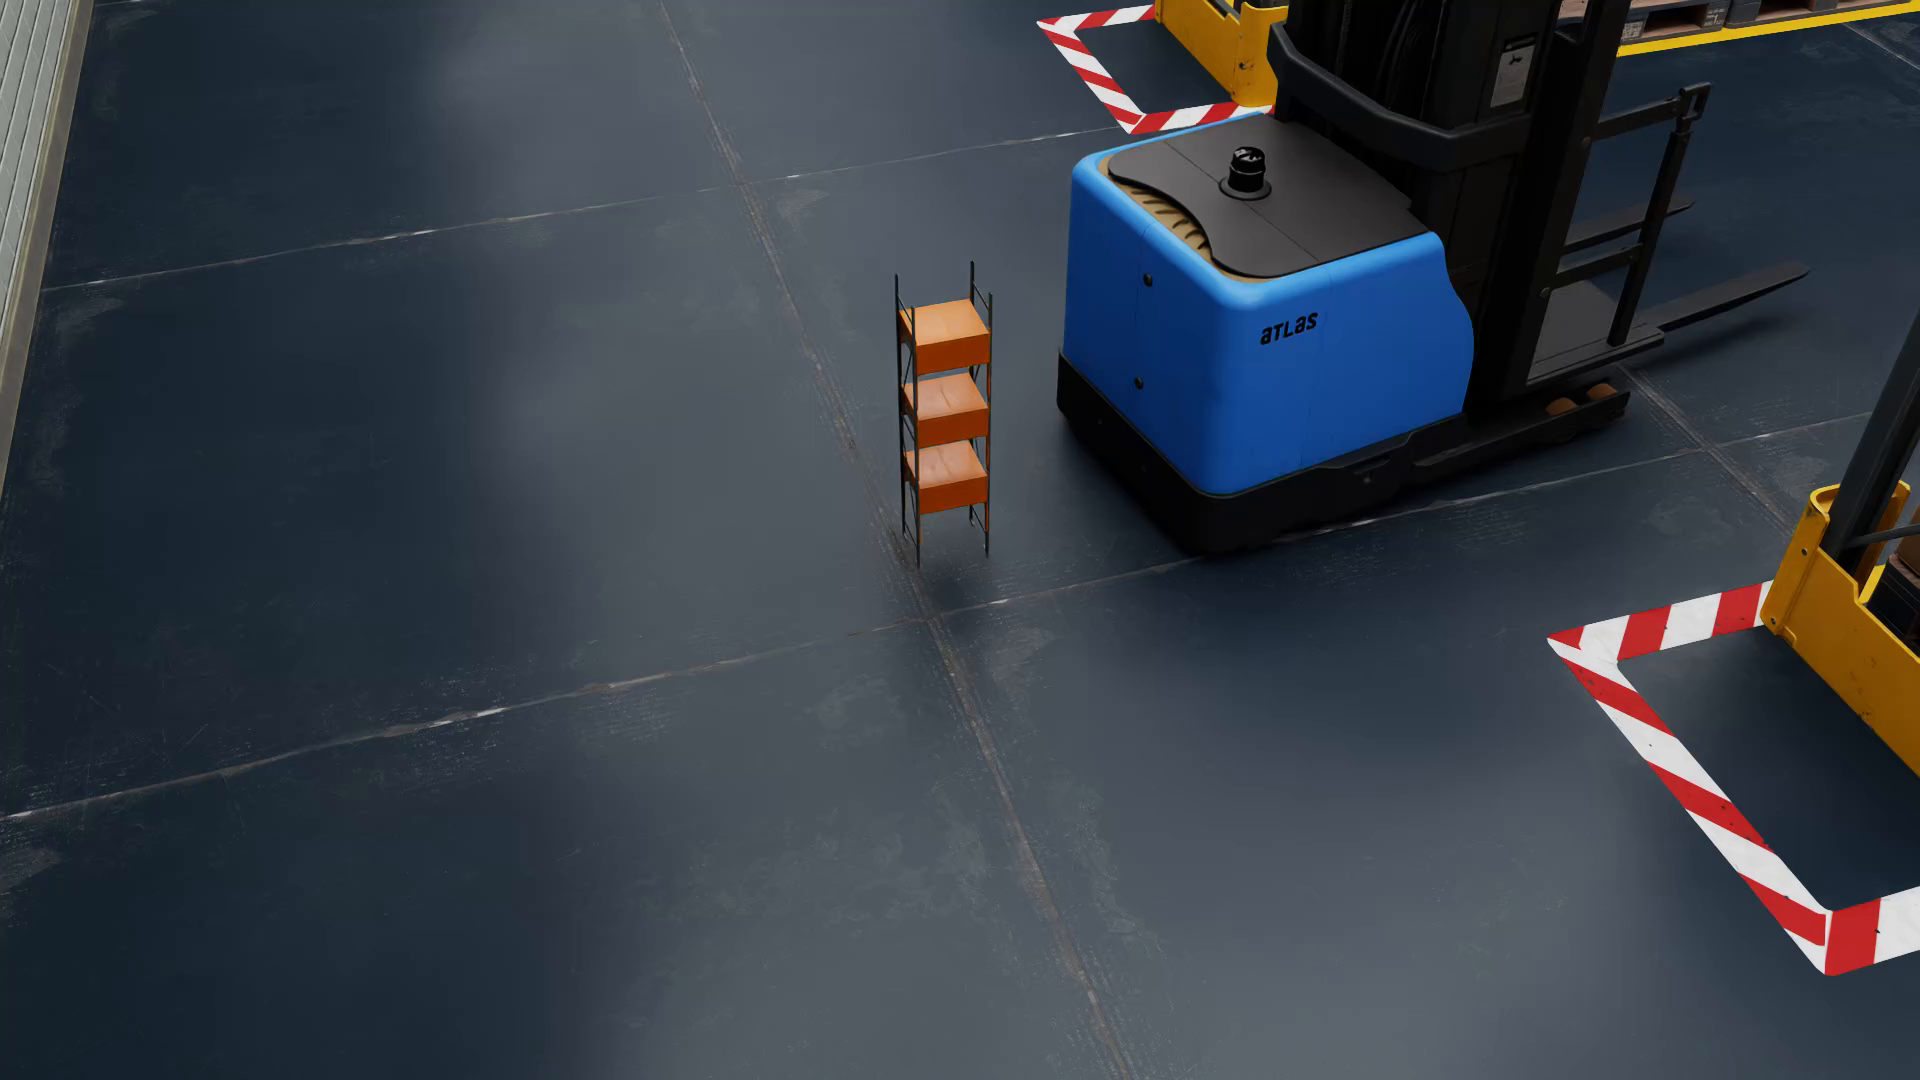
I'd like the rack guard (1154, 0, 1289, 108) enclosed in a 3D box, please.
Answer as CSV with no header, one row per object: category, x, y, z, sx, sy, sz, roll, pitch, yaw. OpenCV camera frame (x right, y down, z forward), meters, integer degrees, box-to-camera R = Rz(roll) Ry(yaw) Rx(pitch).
rack guard,1.372,-2.706,8.467,0.348,0.500,1.175,-12,42,-13

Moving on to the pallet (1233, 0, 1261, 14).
pallet,2.190,-2.748,8.735,1.213,0.211,1.003,-12,42,-13

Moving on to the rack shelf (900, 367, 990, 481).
rack shelf,-0.051,-0.377,5.399,0.240,0.259,0.215,-12,42,-13

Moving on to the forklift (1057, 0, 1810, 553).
forklift,1.909,-1.751,5.526,3.031,2.935,1.130,-19,45,-21

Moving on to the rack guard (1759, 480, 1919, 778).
rack guard,2.948,0.376,4.940,0.348,0.500,1.175,-12,42,-13

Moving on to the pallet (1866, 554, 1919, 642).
pallet,3.708,0.327,5.216,1.213,0.211,1.003,-12,42,-13

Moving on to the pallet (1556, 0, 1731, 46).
pallet,3.351,-2.987,9.008,1.213,0.211,1.003,-12,42,-13

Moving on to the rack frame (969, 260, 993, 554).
rack frame,0.065,-0.409,5.420,0.008,1.050,0.200,-12,42,-13

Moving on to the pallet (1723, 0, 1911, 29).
pallet,4.517,-3.231,9.287,1.213,0.211,1.003,-12,42,-13

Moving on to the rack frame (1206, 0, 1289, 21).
rack frame,1.391,-3.660,7.659,0.127,3.000,1.000,-12,42,-13

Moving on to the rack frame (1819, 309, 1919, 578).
rack frame,2.876,-0.551,4.100,0.127,3.000,1.000,-12,42,-13

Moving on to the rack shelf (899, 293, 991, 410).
rack shelf,-0.051,-0.591,5.213,0.240,0.259,0.215,-12,42,-13

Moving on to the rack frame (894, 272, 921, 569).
rack frame,-0.167,-0.361,5.365,0.008,1.050,0.200,-12,42,-13

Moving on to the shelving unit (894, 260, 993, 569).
shelving unit,-0.051,-0.385,5.392,0.252,1.050,0.215,-12,42,-13

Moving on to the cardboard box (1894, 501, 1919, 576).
cardboard box,3.320,-0.037,5.078,0.500,0.500,0.500,-12,42,-13

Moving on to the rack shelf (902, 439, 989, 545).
rack shelf,-0.051,-0.168,5.582,0.240,0.259,0.215,-12,42,-13
